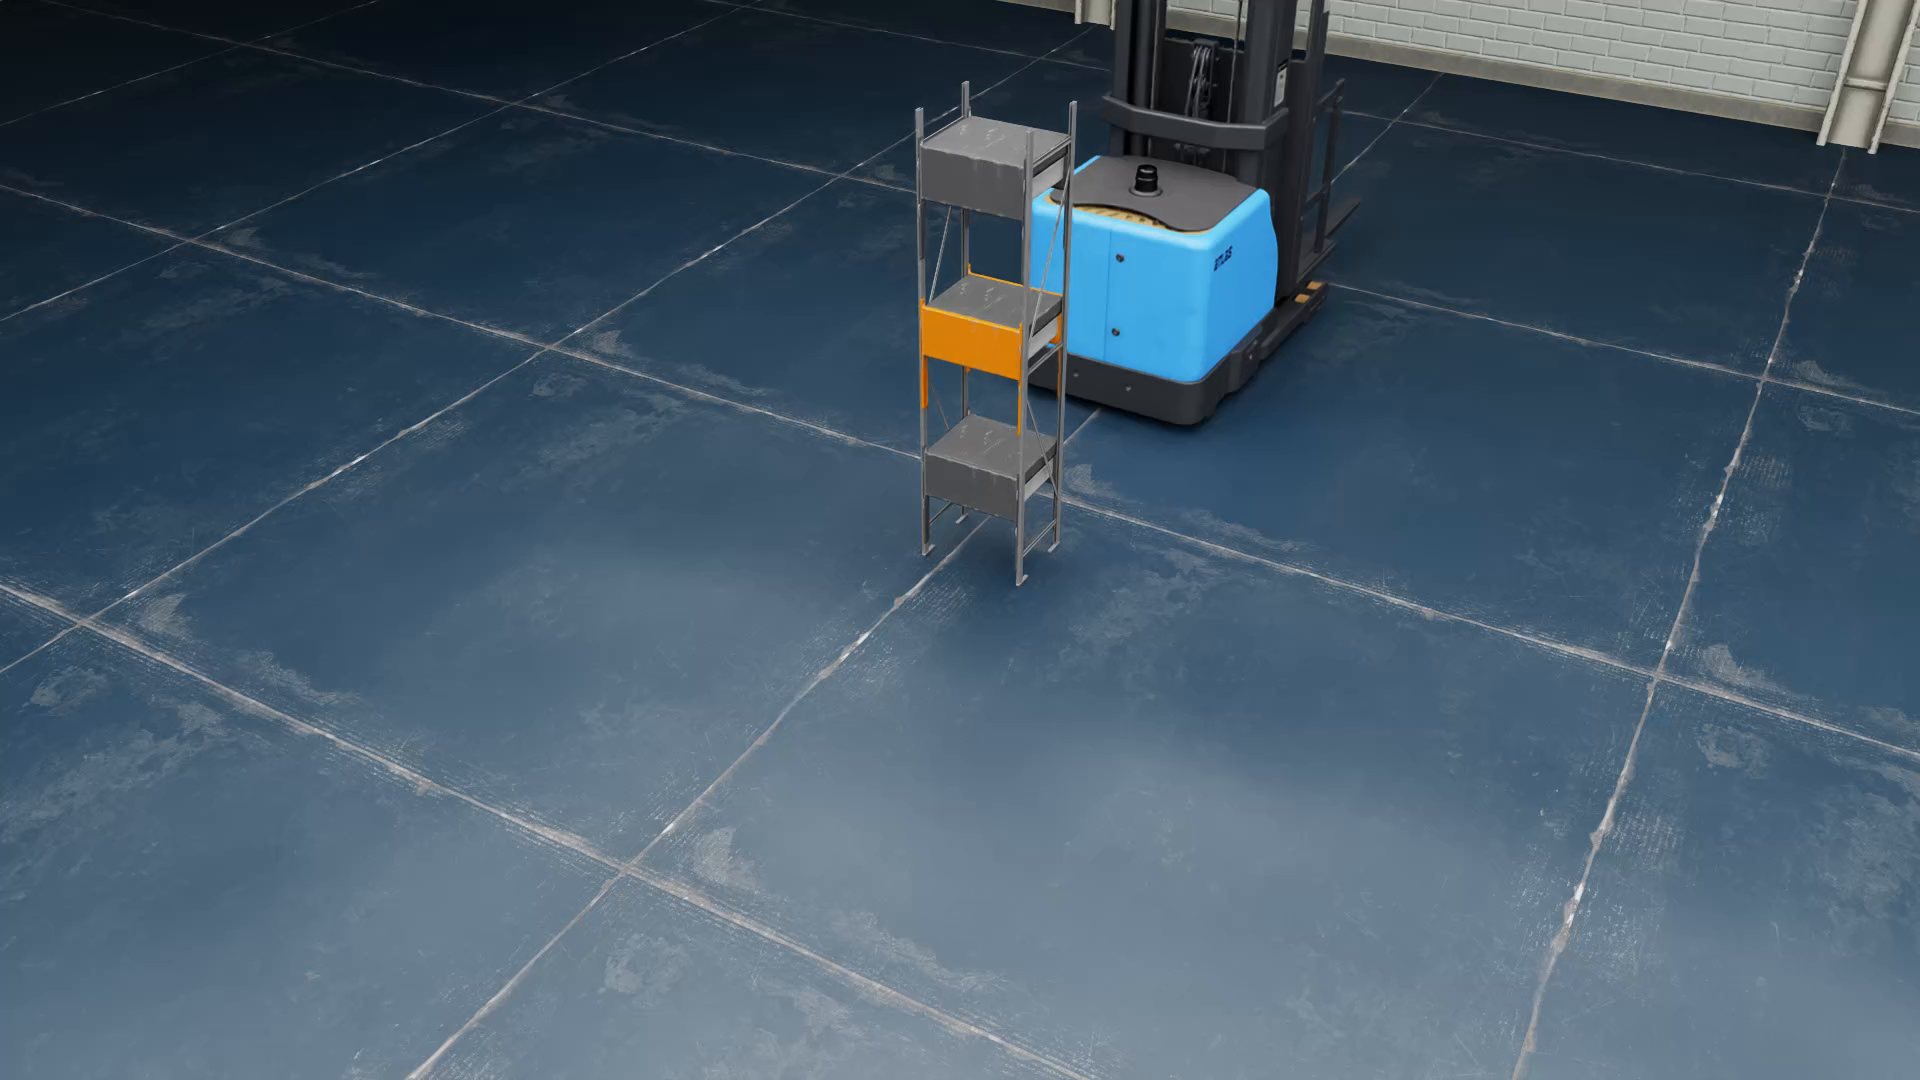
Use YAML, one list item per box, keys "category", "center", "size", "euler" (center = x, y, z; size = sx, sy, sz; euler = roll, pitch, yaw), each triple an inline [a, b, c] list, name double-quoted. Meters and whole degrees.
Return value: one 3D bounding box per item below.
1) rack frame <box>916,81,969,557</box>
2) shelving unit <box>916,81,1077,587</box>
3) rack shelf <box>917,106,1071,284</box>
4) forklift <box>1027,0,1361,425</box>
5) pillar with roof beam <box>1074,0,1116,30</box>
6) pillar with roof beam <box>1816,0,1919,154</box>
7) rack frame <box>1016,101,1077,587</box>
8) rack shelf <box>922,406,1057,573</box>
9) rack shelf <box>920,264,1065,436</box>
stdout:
- category: "rack frame"
  center: [-0.068, -0.896, 7.200]
  size: [0.015, 2.100, 0.400]
  euler: [18, 37, 24]
- category: "shelving unit"
  center: [0.144, -0.828, 7.100]
  size: [0.503, 2.100, 0.431]
  euler: [18, 37, 24]
- category: "rack shelf"
  center: [0.144, -1.400, 6.719]
  size: [0.480, 0.518, 0.431]
  euler: [18, 37, 24]
- category: "forklift"
  center: [1.507, -2.597, 9.005]
  size: [1.130, 2.935, 3.031]
  euler: [18, 38, 25]
- category: "pillar with roof beam"
  center: [-0.889, -6.214, 8.962]
  size: [0.400, 9.000, 9.100]
  euler: [18, 37, 24]
- category: "pillar with roof beam"
  center: [4.320, -4.563, 6.484]
  size: [0.400, 9.000, 9.100]
  euler: [18, 37, 24]
- category: "rack frame"
  center: [0.356, -0.761, 6.999]
  size: [0.015, 2.100, 0.400]
  euler: [18, 37, 24]
- category: "rack shelf"
  center: [0.144, -0.234, 7.495]
  size: [0.480, 0.518, 0.431]
  euler: [18, 37, 24]
- category: "rack shelf"
  center: [0.144, -0.817, 7.107]
  size: [0.480, 0.518, 0.431]
  euler: [18, 37, 24]
